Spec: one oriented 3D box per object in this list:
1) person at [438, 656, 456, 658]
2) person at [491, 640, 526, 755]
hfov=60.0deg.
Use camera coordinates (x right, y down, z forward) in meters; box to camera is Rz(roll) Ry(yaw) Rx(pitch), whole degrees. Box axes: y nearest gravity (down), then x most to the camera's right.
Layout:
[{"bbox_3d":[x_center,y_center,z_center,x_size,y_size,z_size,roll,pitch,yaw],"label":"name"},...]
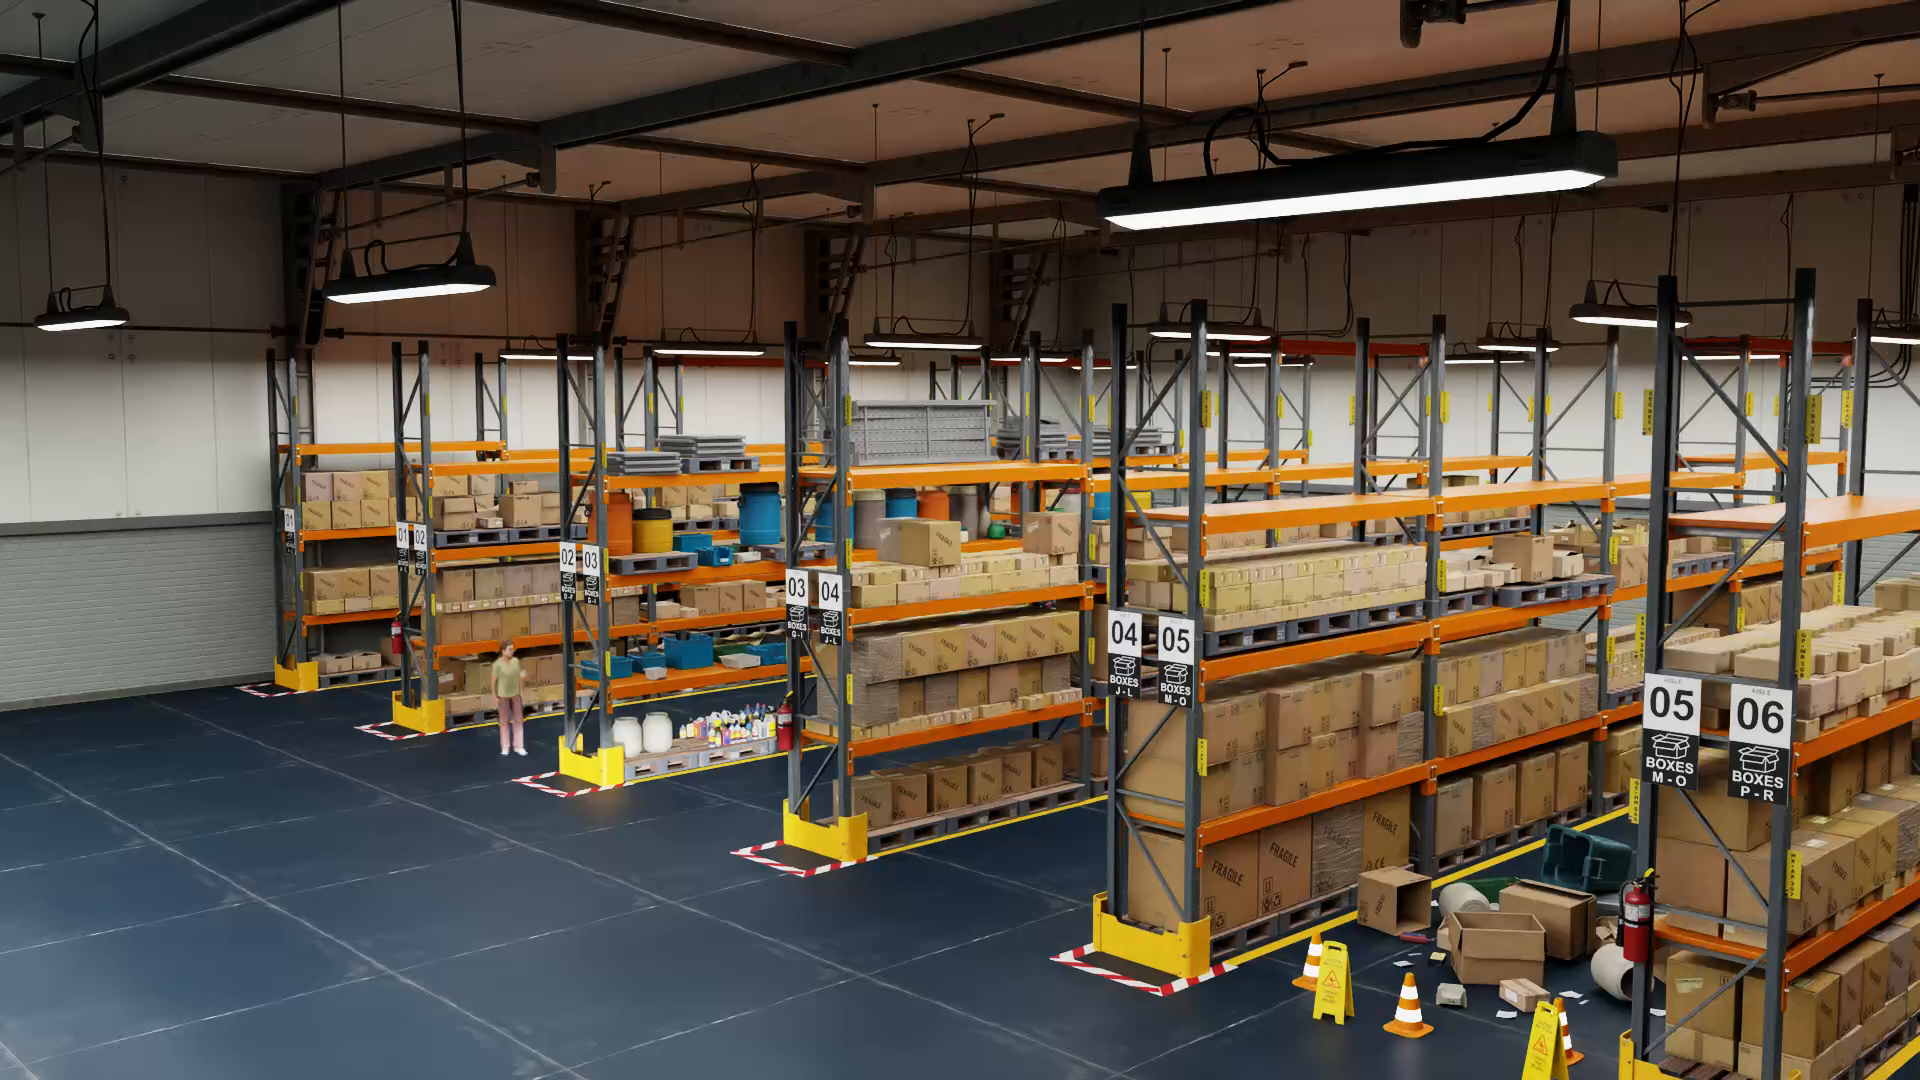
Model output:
[{"bbox_3d":[-8.774,1.914,28.259,0.647,1.662,0.552,-4,6,-36],"label":"person"},{"bbox_3d":[-6.509,2.267,23.971,0.477,1.686,0.386,-4,6,-40],"label":"person"}]
